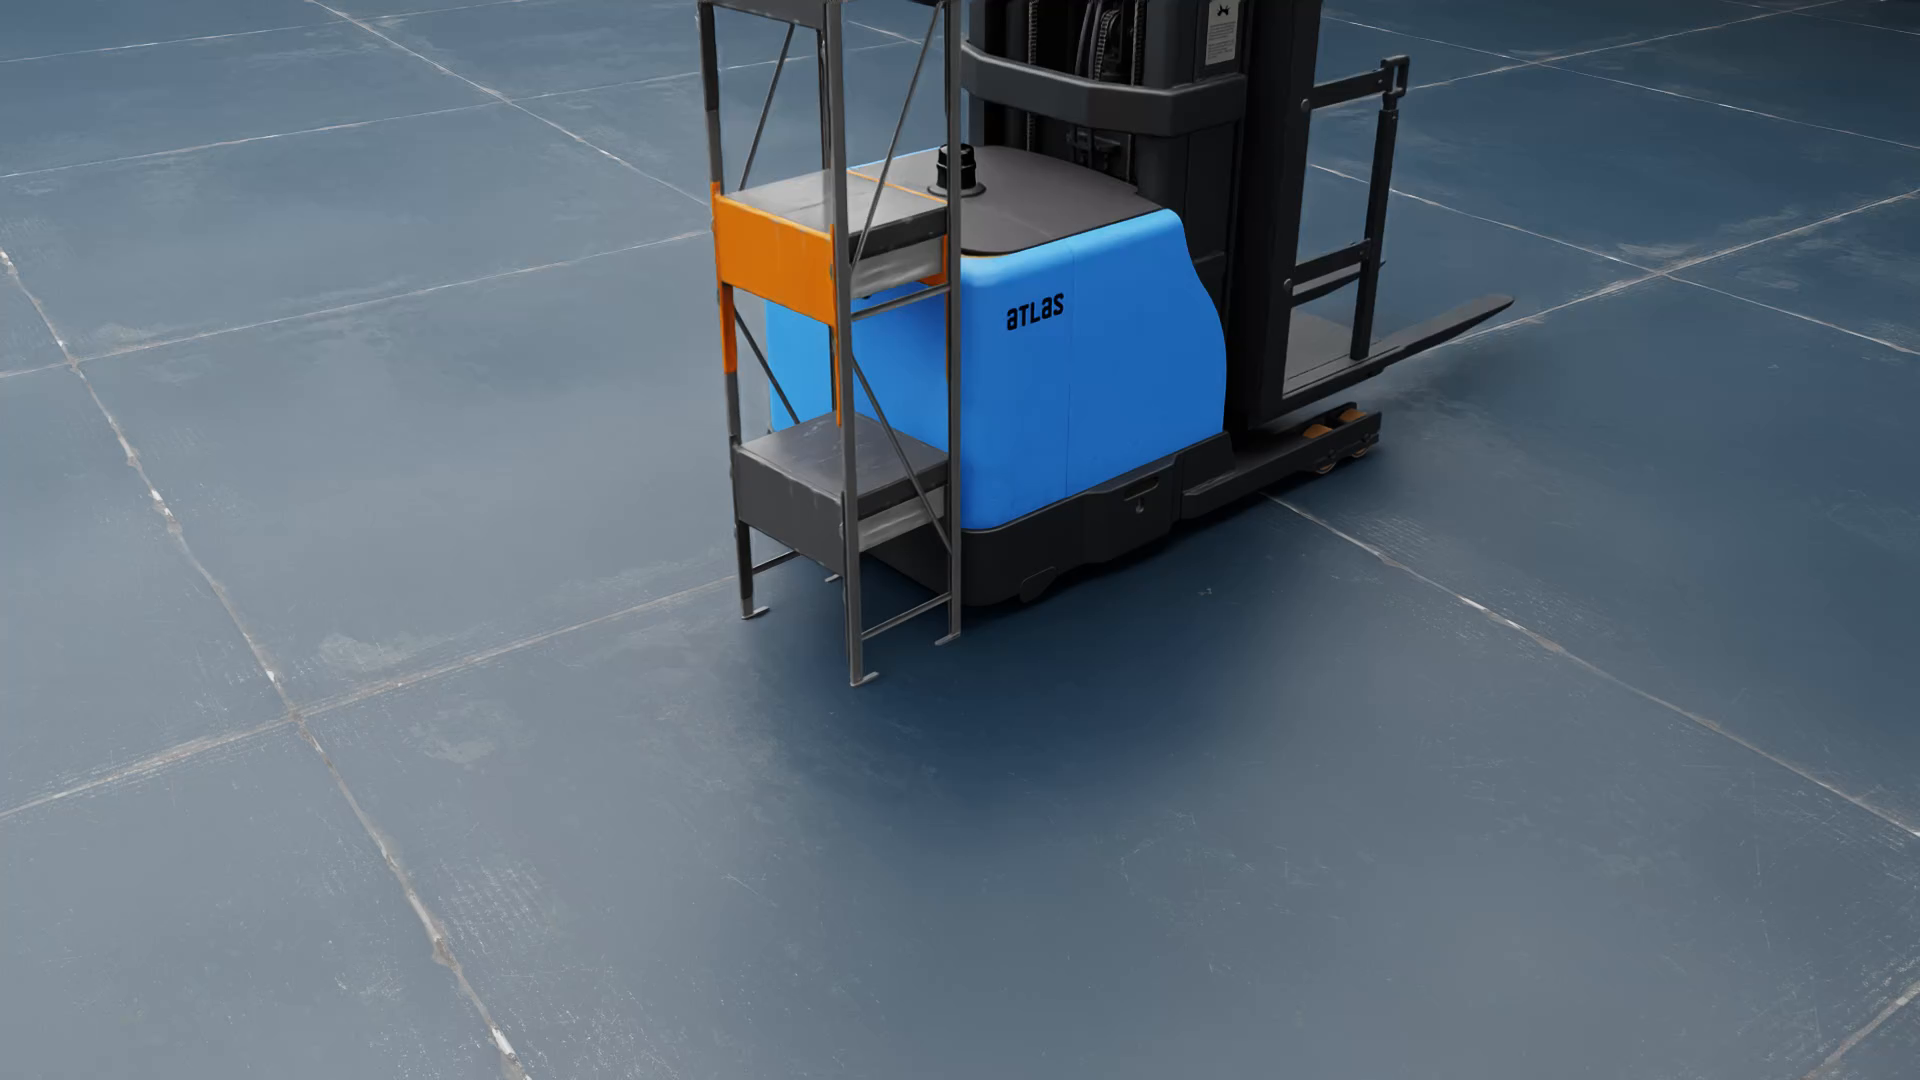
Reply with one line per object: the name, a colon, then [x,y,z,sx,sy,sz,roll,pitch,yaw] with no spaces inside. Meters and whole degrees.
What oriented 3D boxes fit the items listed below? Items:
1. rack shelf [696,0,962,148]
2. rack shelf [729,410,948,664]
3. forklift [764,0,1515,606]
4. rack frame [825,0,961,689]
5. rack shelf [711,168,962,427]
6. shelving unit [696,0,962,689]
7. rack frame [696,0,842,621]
rack shelf: [-0.316,-1.274,3.957,0.431,0.518,0.480,-24,37,-37]
rack shelf: [-0.316,-0.043,4.625,0.431,0.518,0.480,-24,37,-37]
forklift: [0.825,-1.680,5.273,3.031,2.935,1.130,-23,36,-36]
rack frame: [-0.148,-0.586,4.129,0.400,2.100,0.015,-24,37,-37]
rack shelf: [-0.316,-0.659,4.291,0.431,0.518,0.480,-24,37,-37]
shelving unit: [-0.316,-0.671,4.285,0.431,2.100,0.503,-24,37,-37]
rack frame: [-0.484,-0.755,4.440,0.400,2.100,0.015,-24,37,-37]
